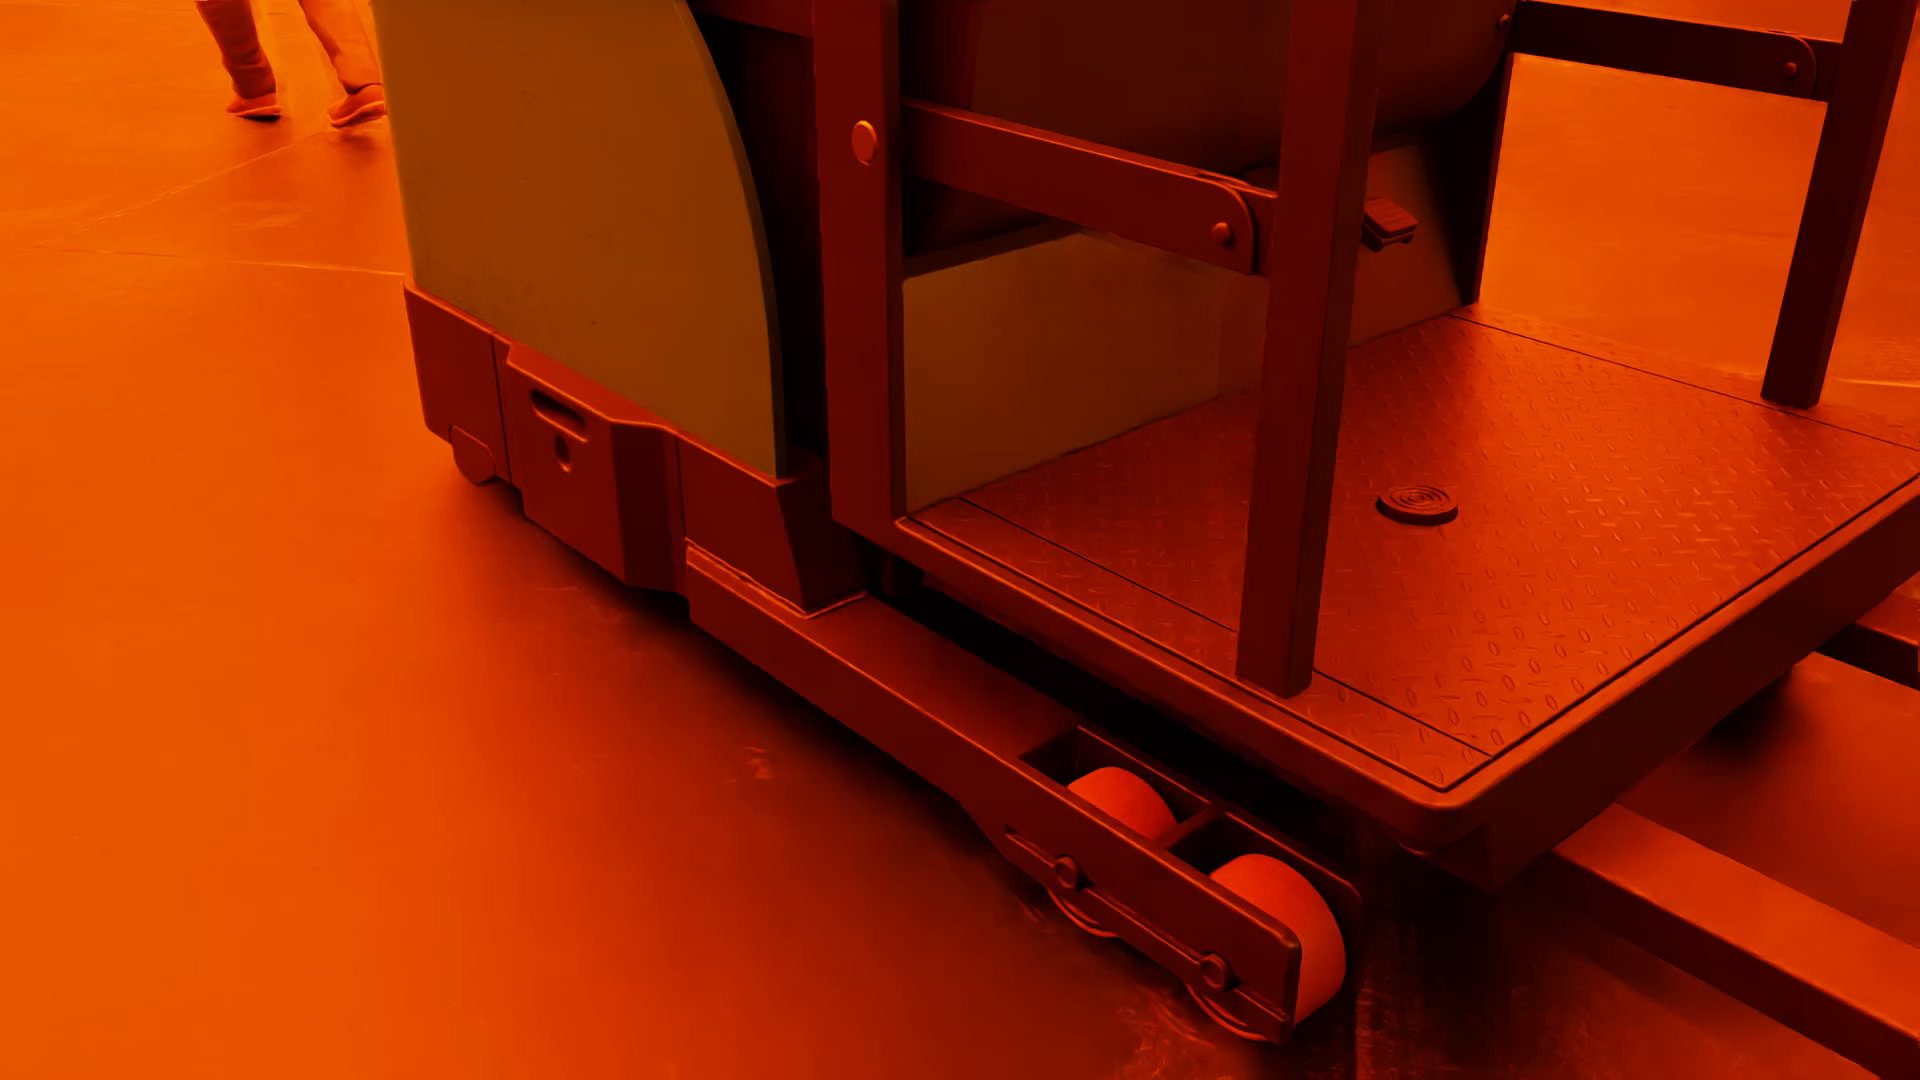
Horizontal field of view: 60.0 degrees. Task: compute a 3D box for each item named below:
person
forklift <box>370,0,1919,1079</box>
[{"bbox_3d":[-1.963,-1.900,4.563,0.842,1.582,0.479,19,32,33],"label":"person"},{"bbox_3d":[0.469,-1.099,1.425,1.130,2.935,3.031,-22,34,-36],"label":"forklift"}]
